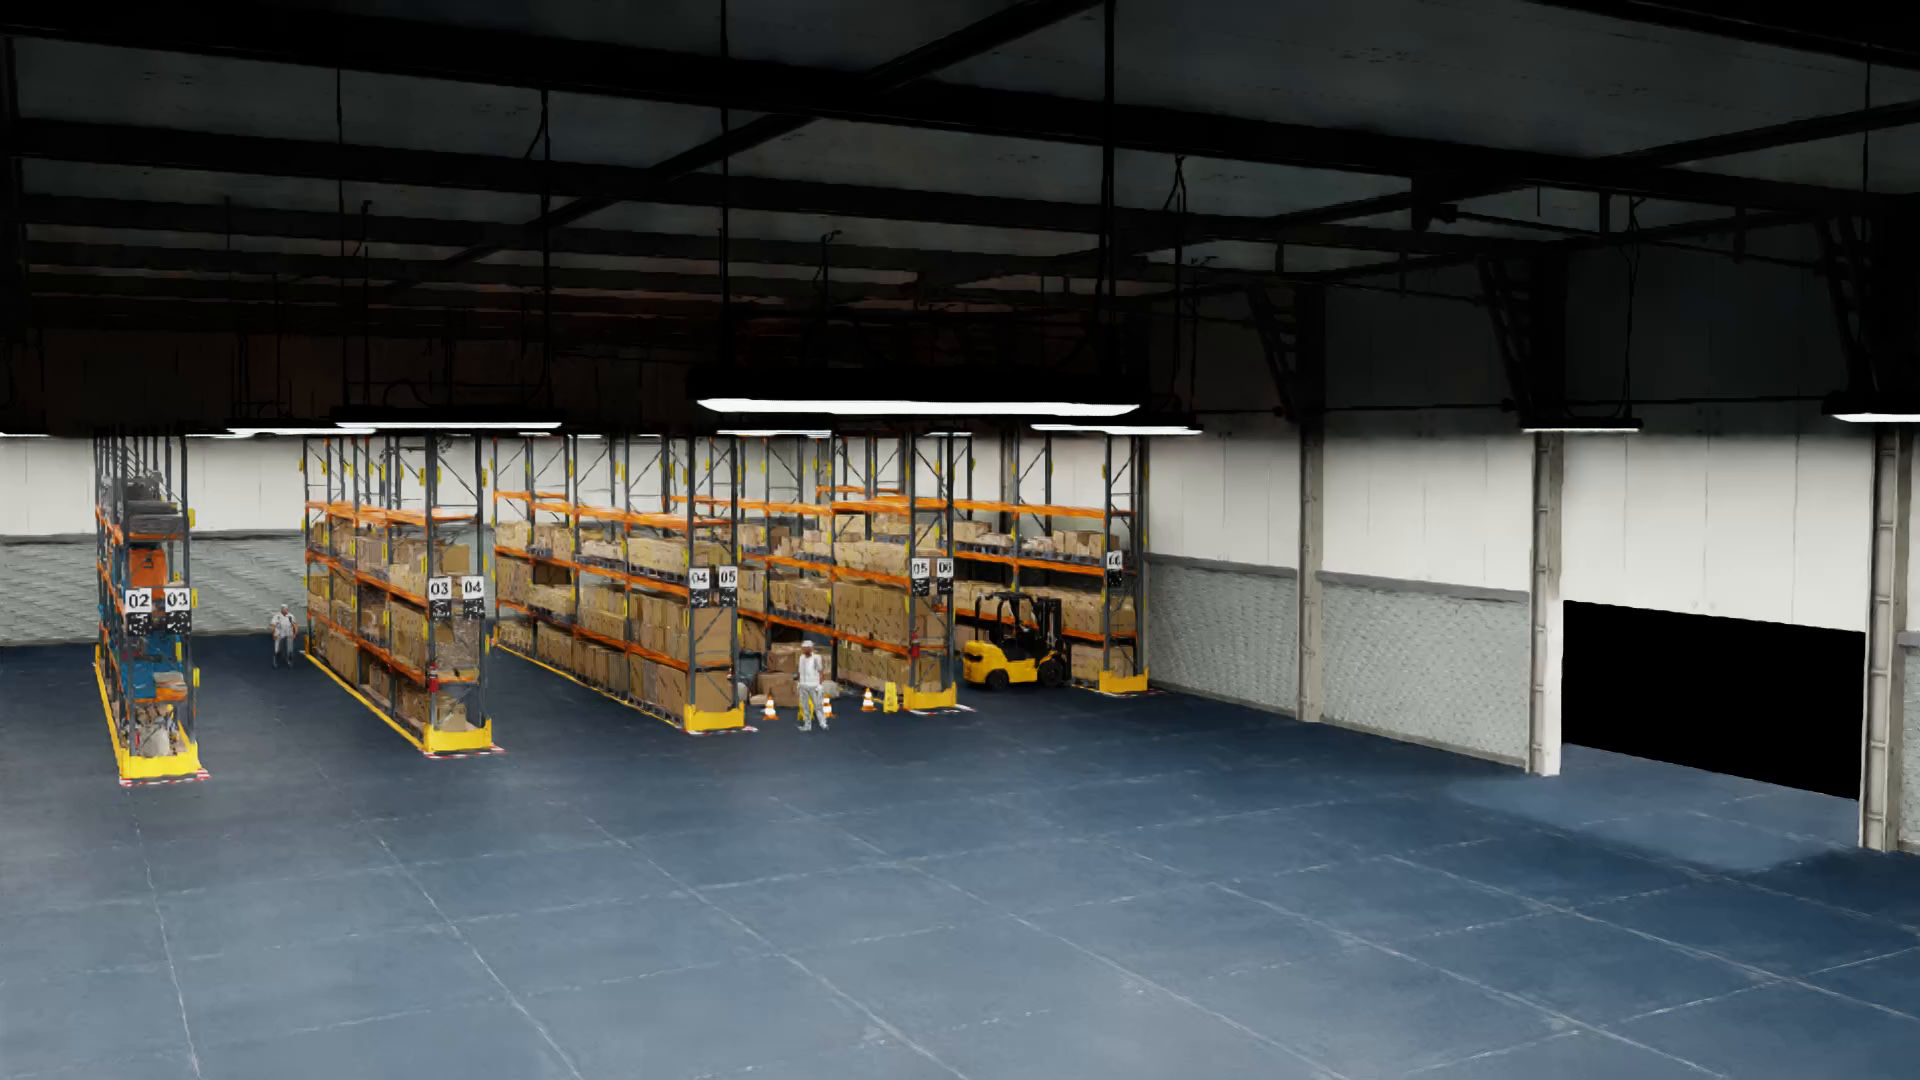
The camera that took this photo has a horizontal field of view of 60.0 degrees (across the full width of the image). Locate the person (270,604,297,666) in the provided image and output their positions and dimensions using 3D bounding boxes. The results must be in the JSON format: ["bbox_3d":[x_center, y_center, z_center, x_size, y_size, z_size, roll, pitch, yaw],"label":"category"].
[{"bbox_3d":[-17.000,2.394,41.831,0.626,1.610,0.578,-2,4,-31],"label":"person"}]

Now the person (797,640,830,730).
[{"bbox_3d":[-2.920,2.854,32.845,0.659,1.779,0.529,2,4,32],"label":"person"}]
